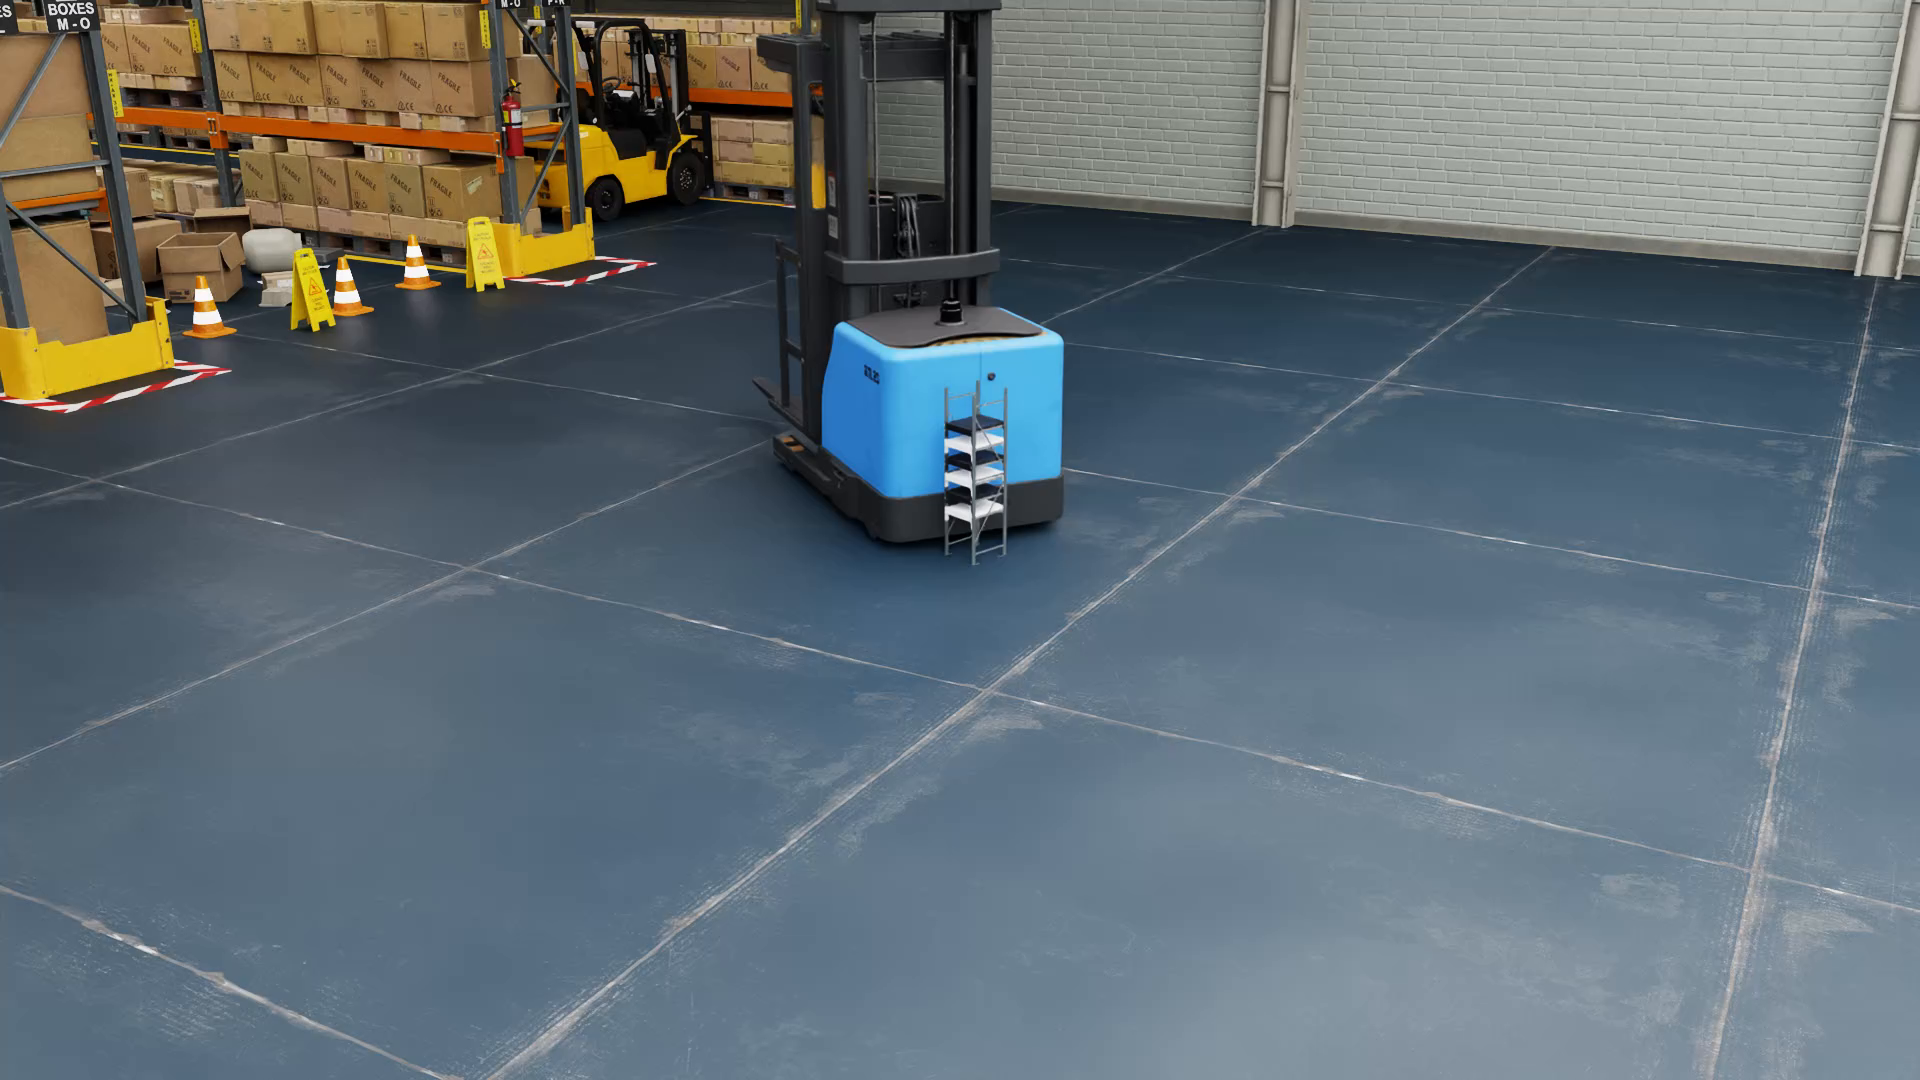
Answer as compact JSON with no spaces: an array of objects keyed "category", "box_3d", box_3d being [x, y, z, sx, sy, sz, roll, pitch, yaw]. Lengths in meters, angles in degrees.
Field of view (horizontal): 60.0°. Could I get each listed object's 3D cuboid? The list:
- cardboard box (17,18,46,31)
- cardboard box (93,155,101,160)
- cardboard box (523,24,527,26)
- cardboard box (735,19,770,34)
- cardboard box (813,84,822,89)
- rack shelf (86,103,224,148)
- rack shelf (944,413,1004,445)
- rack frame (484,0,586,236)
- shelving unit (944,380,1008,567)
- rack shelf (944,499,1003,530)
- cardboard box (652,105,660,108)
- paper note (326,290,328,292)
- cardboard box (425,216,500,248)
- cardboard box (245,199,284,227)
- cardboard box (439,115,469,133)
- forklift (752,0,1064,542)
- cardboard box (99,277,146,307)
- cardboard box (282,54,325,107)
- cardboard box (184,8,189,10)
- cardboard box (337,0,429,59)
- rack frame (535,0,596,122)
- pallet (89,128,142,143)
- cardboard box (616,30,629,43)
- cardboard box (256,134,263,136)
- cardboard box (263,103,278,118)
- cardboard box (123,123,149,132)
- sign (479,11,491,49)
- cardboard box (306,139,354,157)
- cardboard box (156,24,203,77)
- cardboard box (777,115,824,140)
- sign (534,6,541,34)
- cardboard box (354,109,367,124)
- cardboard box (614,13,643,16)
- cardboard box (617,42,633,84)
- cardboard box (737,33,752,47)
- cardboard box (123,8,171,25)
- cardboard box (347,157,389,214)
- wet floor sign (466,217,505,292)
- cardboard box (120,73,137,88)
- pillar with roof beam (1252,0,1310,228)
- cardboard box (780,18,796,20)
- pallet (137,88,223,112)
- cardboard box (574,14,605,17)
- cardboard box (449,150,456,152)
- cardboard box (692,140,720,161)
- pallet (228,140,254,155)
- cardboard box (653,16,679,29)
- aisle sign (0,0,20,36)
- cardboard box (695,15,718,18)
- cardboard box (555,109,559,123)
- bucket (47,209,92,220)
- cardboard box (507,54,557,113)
[{"category":"cardboard box","box_3d":[-10.236,-5.554,18.580,0.500,0.500,0.500,12,23,30]},{"category":"cardboard box","box_3d":[-10.486,-4.264,19.458,0.625,0.372,0.950,9,22,24]},{"category":"cardboard box","box_3d":[-5.706,-6.592,21.541,0.250,0.149,0.380,10,22,27]},{"category":"cardboard box","box_3d":[-2.460,-6.102,19.755,0.250,0.149,0.380,11,23,28]},{"category":"cardboard box","box_3d":[-1.870,-5.758,20.194,0.500,0.500,0.500,12,23,29]},{"category":"rack shelf","box_3d":[-9.228,-4.728,18.555,4.000,0.370,1.077,11,23,27]},{"category":"rack shelf","box_3d":[0.081,-0.564,8.405,0.258,0.077,0.200,-17,26,-40]},{"category":"rack frame","box_3d":[-3.990,-4.068,15.681,0.127,3.000,1.000,11,23,27]},{"category":"shelving unit","box_3d":[0.081,-0.341,8.486,0.258,0.900,0.210,-17,26,-40]},{"category":"rack shelf","box_3d":[0.081,-0.141,8.559,0.258,0.077,0.200,-17,26,-40]},{"category":"cardboard box","box_3d":[-4.091,-5.482,21.530,0.500,0.250,0.500,10,22,27]},{"category":"paper note","box_3d":[-5.786,-2.237,14.987,0.142,0.019,0.148,3,20,9]},{"category":"cardboard box","box_3d":[-4.848,-3.031,16.239,0.500,0.250,0.500,11,23,27]},{"category":"cardboard box","box_3d":[-7.099,-3.460,17.420,0.500,0.250,0.500,10,22,25]},{"category":"cardboard box","box_3d":[-4.696,-3.958,15.745,0.250,0.149,0.380,10,22,27]},{"category":"forklift","box_3d":[-0.491,-1.830,9.613,1.130,2.935,3.031,-8,22,-22]},{"category":"cardboard box","box_3d":[-7.409,-2.220,14.596,0.258,0.266,0.396,16,25,36]},{"category":"cardboard box","box_3d":[-6.353,-4.600,16.565,0.500,0.500,0.500,11,22,27]},{"category":"cardboard box","box_3d":[-11.736,-7.639,24.764,0.500,0.500,0.700,11,23,29]},{"category":"cardboard box","box_3d":[-5.476,-4.886,15.885,0.500,0.500,0.700,10,22,27]},{"category":"rack frame","box_3d":[-5.065,-6.212,21.590,0.127,3.000,1.000,11,23,27]},{"category":"pallet","box_3d":[-13.717,-6.548,26.608,1.213,0.211,1.003,11,23,27]},{"category":"cardboard box","box_3d":[-4.040,-6.247,20.591,0.250,0.149,0.380,11,22,27]},{"category":"cardboard box","box_3d":[-9.921,-6.078,24.272,0.500,0.500,0.500,12,23,30]},{"category":"cardboard box","box_3d":[-6.871,-4.406,16.980,0.250,0.149,0.380,11,23,27]},{"category":"cardboard box","box_3d":[-12.679,-6.404,25.687,0.250,0.149,0.380,10,22,26]},{"category":"sign","box_3d":[-4.279,-4.599,14.983,0.005,0.325,0.100,11,23,27]},{"category":"cardboard box","box_3d":[-6.333,-3.950,16.720,0.250,0.149,0.380,12,23,30]},{"category":"cardboard box","box_3d":[-7.998,-5.126,17.399,0.500,0.500,0.500,10,22,26]},{"category":"cardboard box","box_3d":[-1.900,-5.058,20.359,0.500,0.250,0.500,10,22,26]},{"category":"sign","box_3d":[-5.321,-6.556,20.957,0.005,0.325,0.100,11,23,27]},{"category":"cardboard box","box_3d":[-5.746,-4.209,16.437,0.250,0.149,0.380,11,23,27]},{"category":"cardboard box","box_3d":[-4.202,-6.646,21.254,0.250,0.149,0.380,11,22,27]},{"category":"cardboard box","box_3d":[-3.900,-5.942,20.699,0.500,0.500,0.500,11,22,27]},{"category":"cardboard box","box_3d":[-2.446,-5.968,19.820,0.250,0.149,0.380,11,23,28]},{"category":"cardboard box","box_3d":[-8.604,-5.543,17.597,0.250,0.149,0.380,10,22,26]},{"category":"cardboard box","box_3d":[-5.711,-3.553,16.577,0.500,0.500,0.500,10,22,26]},{"category":"wet floor sign","box_3d":[-4.346,-2.611,15.117,0.267,0.644,0.232,-16,26,-38]},{"category":"cardboard box","box_3d":[-8.755,-4.939,17.833,0.250,0.149,0.380,11,23,28]},{"category":"pillar with roof beam","box_3d":[1.397,-6.471,13.509,0.400,9.000,9.100,11,23,27]},{"category":"cardboard box","box_3d":[-1.964,-6.220,20.081,0.250,0.149,0.380,12,23,29]},{"category":"pallet","box_3d":[-8.079,-4.814,18.017,1.213,0.211,1.003,11,23,27]},{"category":"cardboard box","box_3d":[-4.650,-6.551,20.991,0.250,0.149,0.380,11,23,28]},{"category":"cardboard box","box_3d":[-5.473,-3.717,17.031,0.500,0.500,0.500,11,23,28]},{"category":"cardboard box","box_3d":[-3.044,-4.840,20.493,0.500,0.250,0.500,10,22,26]},{"category":"pallet","box_3d":[-10.251,-5.905,24.833,1.213,0.211,1.003,11,23,27]},{"category":"cardboard box","box_3d":[-3.542,-6.335,20.397,0.250,0.149,0.380,11,23,28]},{"category":"aisle sign","box_3d":[-6.401,-3.699,10.850,0.004,0.787,0.394,11,23,27]},{"category":"cardboard box","box_3d":[-3.098,-6.423,20.640,0.250,0.149,0.380,11,23,28]},{"category":"cardboard box","box_3d":[-5.526,-5.376,22.154,0.625,0.625,0.875,12,23,30]},{"category":"bucket","box_3d":[-8.565,-3.082,15.535,0.726,0.611,0.620,-16,16,-38]},{"category":"cardboard box","box_3d":[-4.269,-4.416,16.058,0.500,0.500,0.500,10,22,26]}]
